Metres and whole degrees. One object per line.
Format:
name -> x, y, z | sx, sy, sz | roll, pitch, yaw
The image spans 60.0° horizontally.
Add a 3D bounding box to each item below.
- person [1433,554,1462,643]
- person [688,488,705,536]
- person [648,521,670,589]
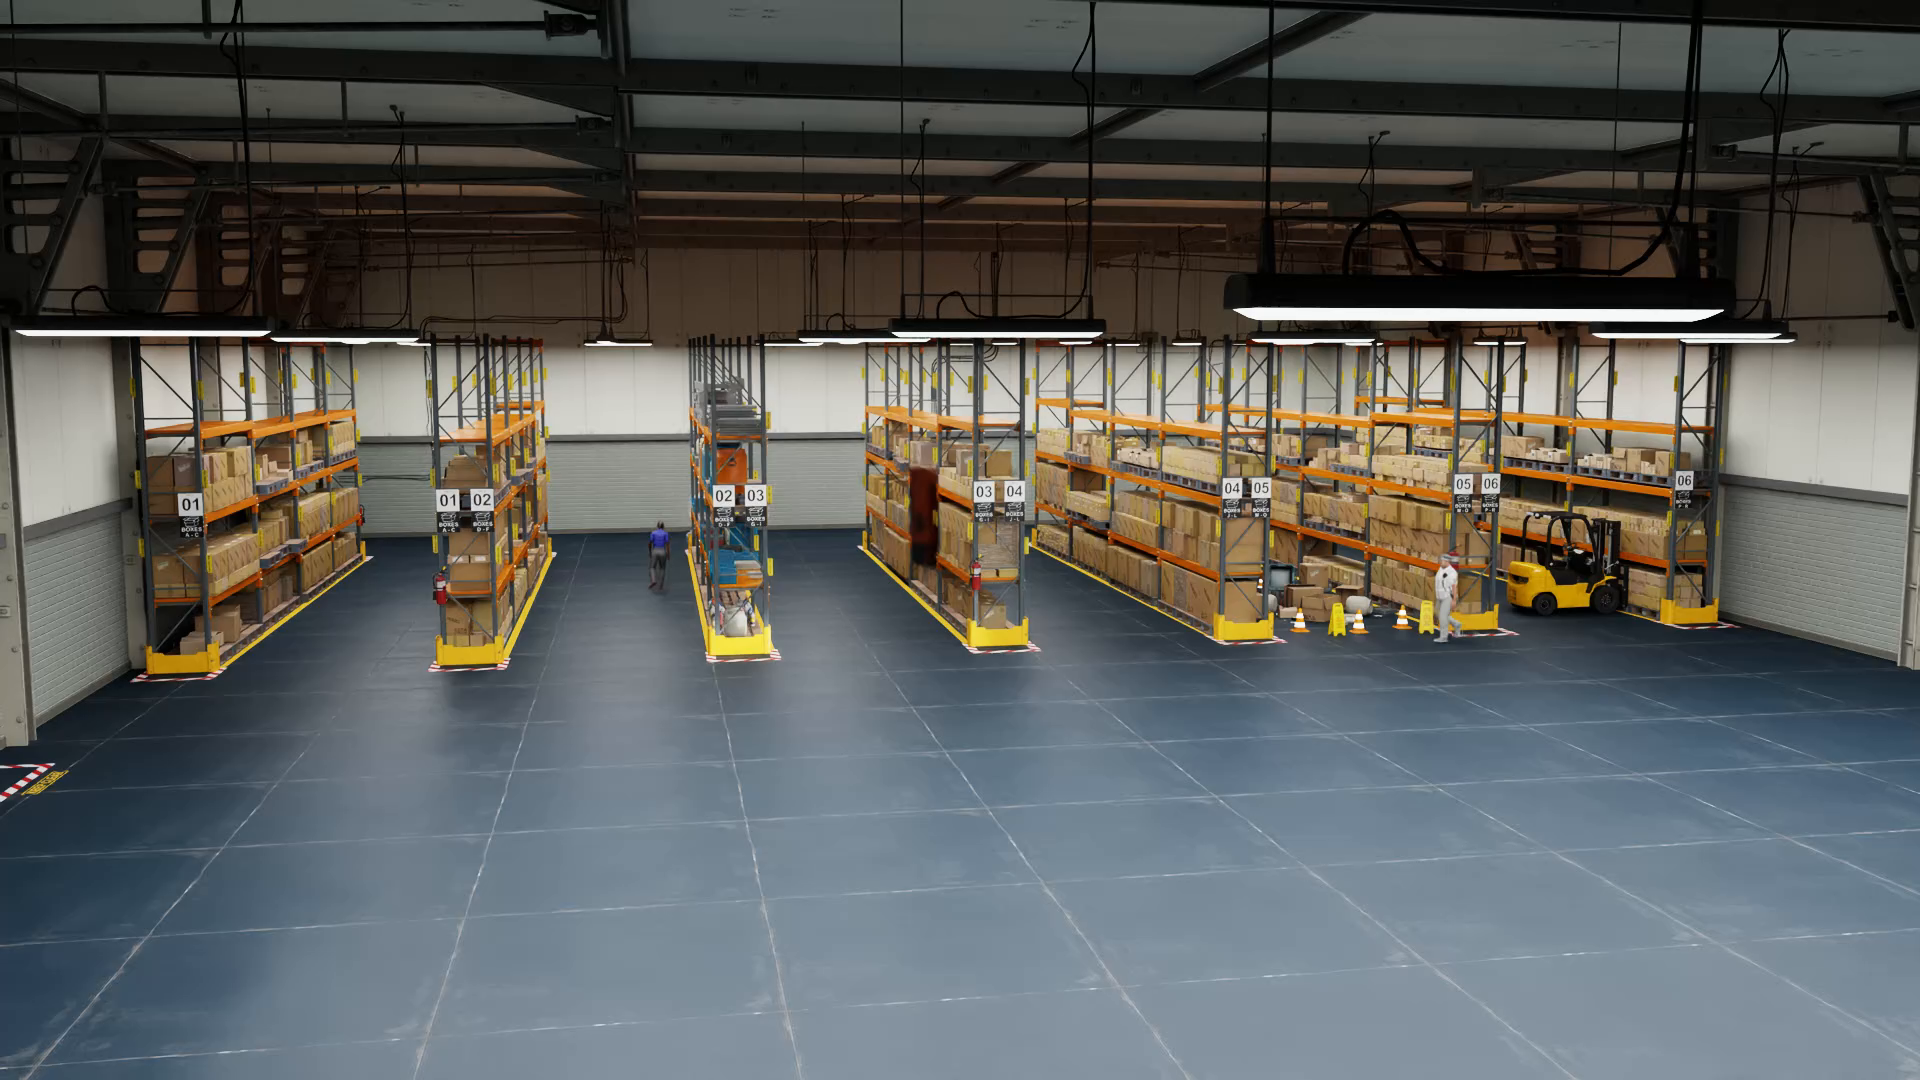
person -> 9.589, 1.117, 32.575 | 0.776, 1.734, 0.558 | -2, 7, -20
person -> -7.591, -0.727, 48.602 | 0.946, 1.749, 0.577 | 3, 7, 26
person -> -7.203, 0.370, 39.718 | 0.533, 1.633, 0.630 | -1, 7, -9
